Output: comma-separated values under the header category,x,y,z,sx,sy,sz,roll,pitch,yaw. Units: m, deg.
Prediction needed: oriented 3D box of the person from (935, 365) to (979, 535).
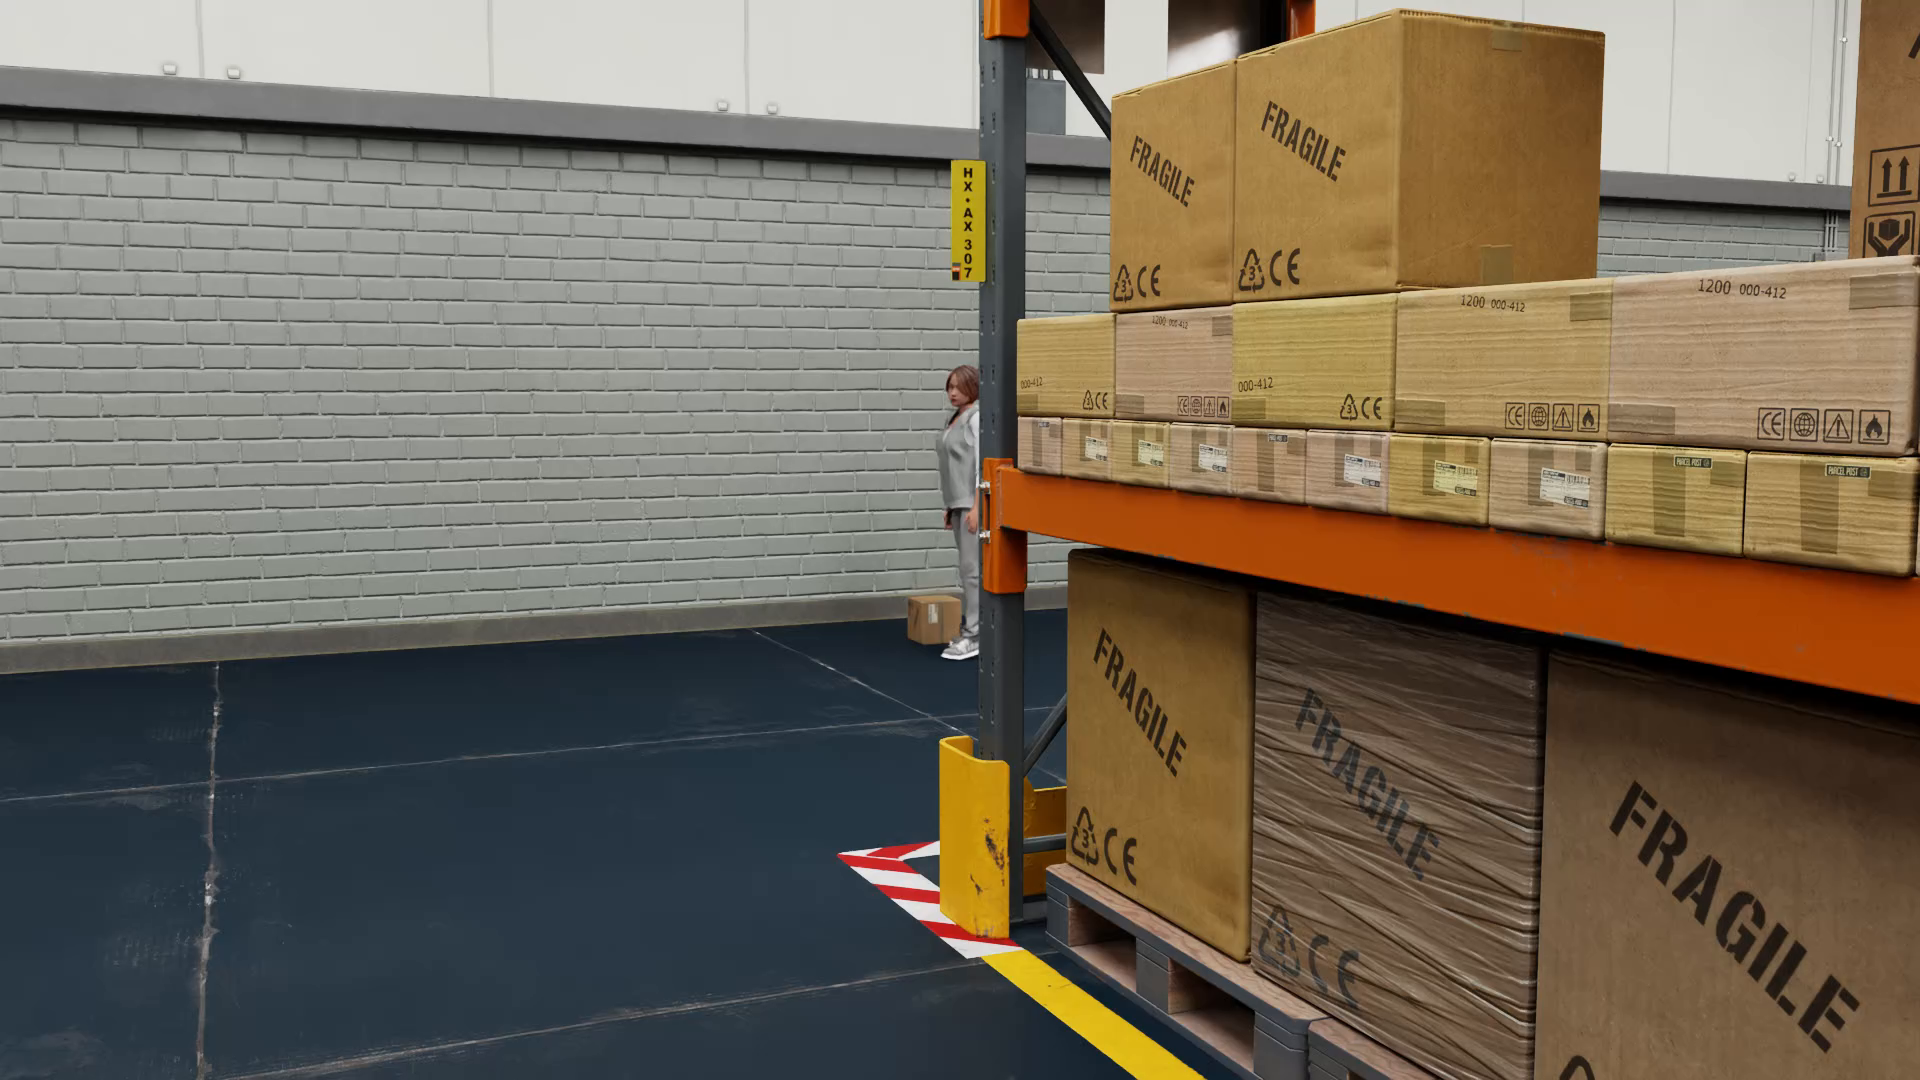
category,x,y,z,sx,sy,sz,roll,pitch,yaw
person,0.044,-0.492,9.144,0.328,0.912,0.435,-2,6,-19
